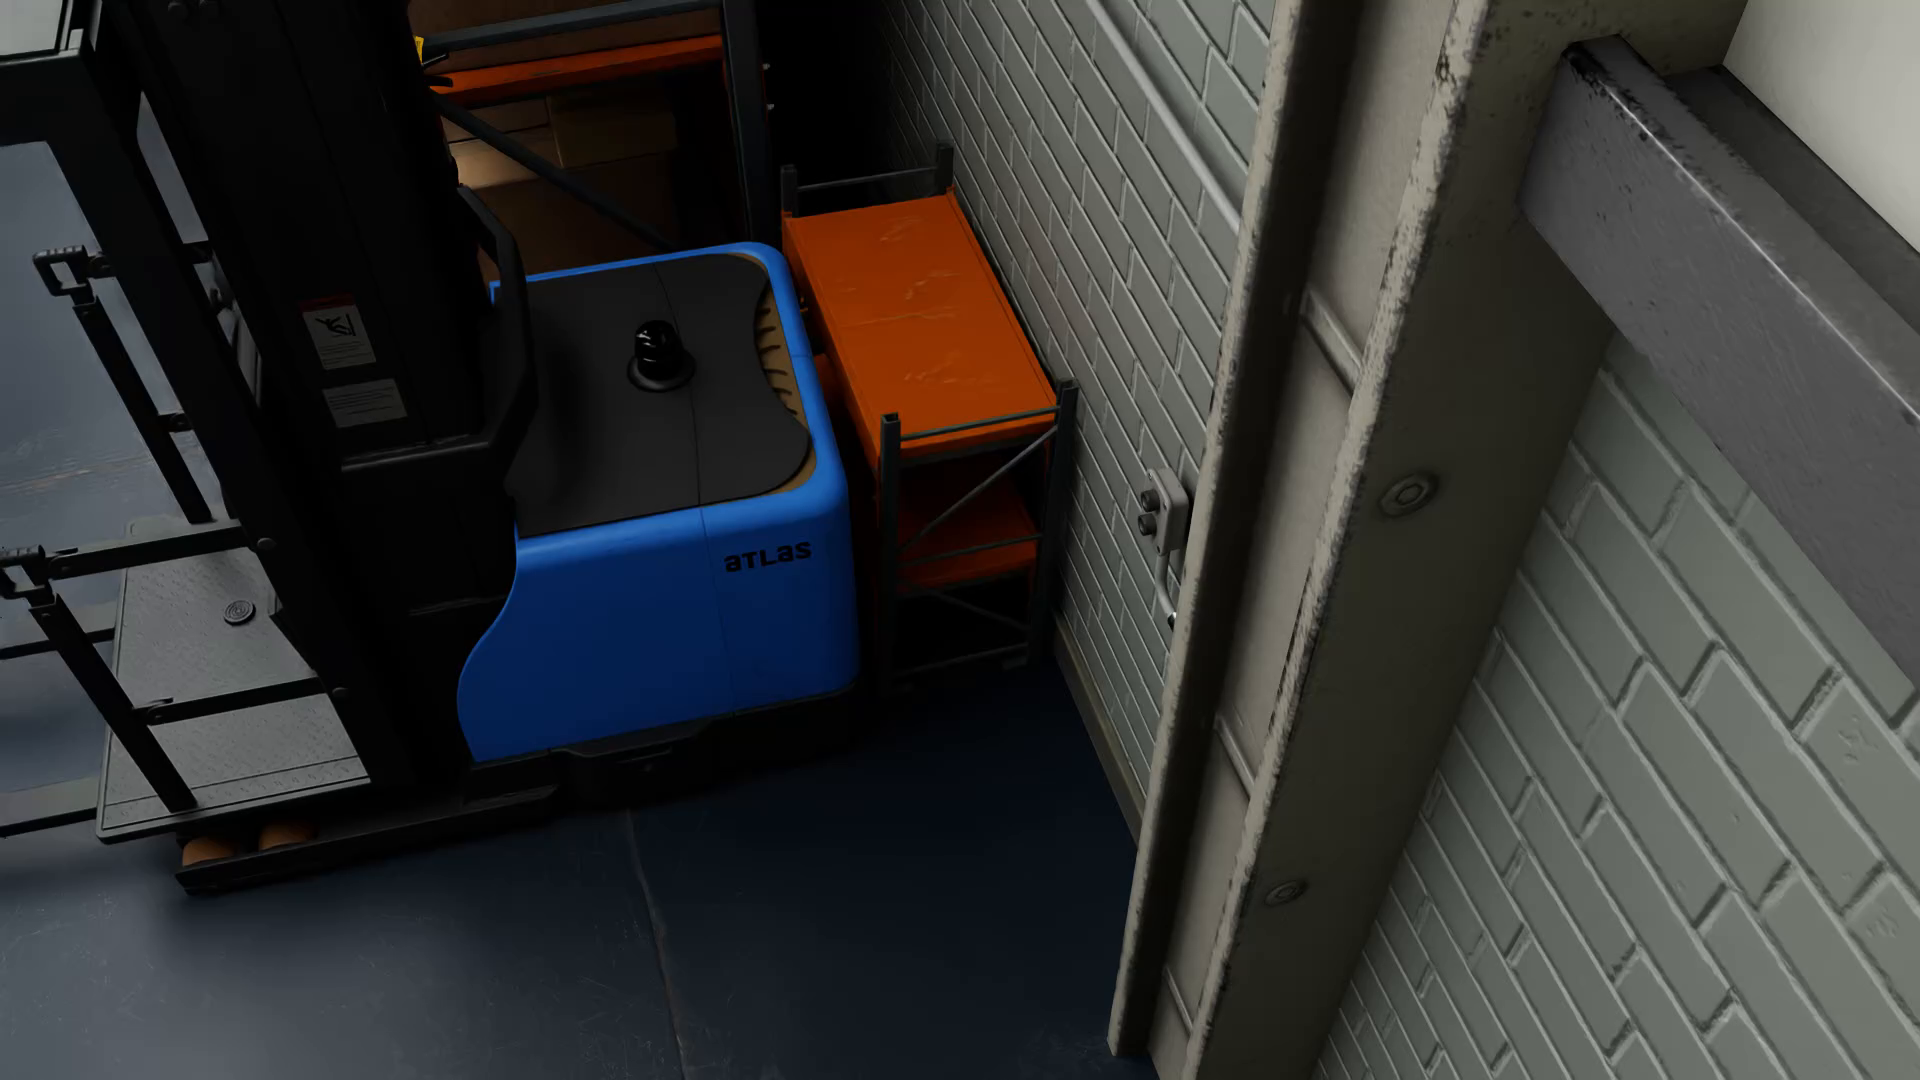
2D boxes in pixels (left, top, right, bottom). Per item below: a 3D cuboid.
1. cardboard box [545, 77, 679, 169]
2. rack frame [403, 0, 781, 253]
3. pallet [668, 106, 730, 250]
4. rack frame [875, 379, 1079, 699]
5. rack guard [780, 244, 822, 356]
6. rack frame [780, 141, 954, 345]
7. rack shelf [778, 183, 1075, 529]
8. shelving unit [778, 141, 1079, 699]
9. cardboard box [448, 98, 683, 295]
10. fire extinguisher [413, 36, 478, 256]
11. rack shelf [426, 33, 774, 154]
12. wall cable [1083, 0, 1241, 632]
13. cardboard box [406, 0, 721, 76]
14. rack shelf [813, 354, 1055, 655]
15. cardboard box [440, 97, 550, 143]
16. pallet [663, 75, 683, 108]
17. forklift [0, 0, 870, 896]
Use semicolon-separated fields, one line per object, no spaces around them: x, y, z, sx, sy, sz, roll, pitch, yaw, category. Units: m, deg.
-1.125;-1.362;5.372;0.380;0.149;0.250;-13;51;-11;cardboard box
-1.051;-1.380;4.452;1.000;3.000;0.127;-13;51;-11;rack frame
-1.362;-1.048;5.995;1.003;0.211;1.213;-13;51;-11;pallet
0.023;0.031;4.471;0.500;1.125;0.032;-12;51;-14;rack frame
-1.044;-0.557;5.393;1.175;0.500;0.348;-13;51;-11;rack guard
-0.288;-0.709;5.096;0.500;1.125;0.032;-12;51;-14;rack frame
-0.118;-0.531;4.563;0.538;0.278;1.000;-12;51;-14;rack shelf
-0.133;-0.339;4.783;0.538;1.125;1.048;-12;51;-14;shelving unit
-1.353;-1.199;5.659;0.700;0.500;0.500;-13;51;-11;cardboard box
-1.447;-1.021;4.443;0.296;0.674;0.183;-13;51;-11;fire extinguisher
-1.642;-2.609;5.958;1.077;0.370;4.000;-13;51;-11;rack shelf
0.231;-0.986;3.455;0.084;1.984;1.851;-13;51;-11;wall cable
-1.211;-1.847;4.649;0.980;0.700;0.700;-11;51;-9;cardboard box
-0.145;-0.178;4.967;0.538;0.278;1.000;-12;51;-14;rack shelf
-1.565;-1.460;5.455;0.380;0.149;0.250;-14;51;-11;cardboard box
-1.719;-1.937;6.745;1.003;0.211;1.213;-13;51;-11;pallet
-1.831;-0.456;3.718;3.031;2.935;1.130;-11;51;-9;forklift
